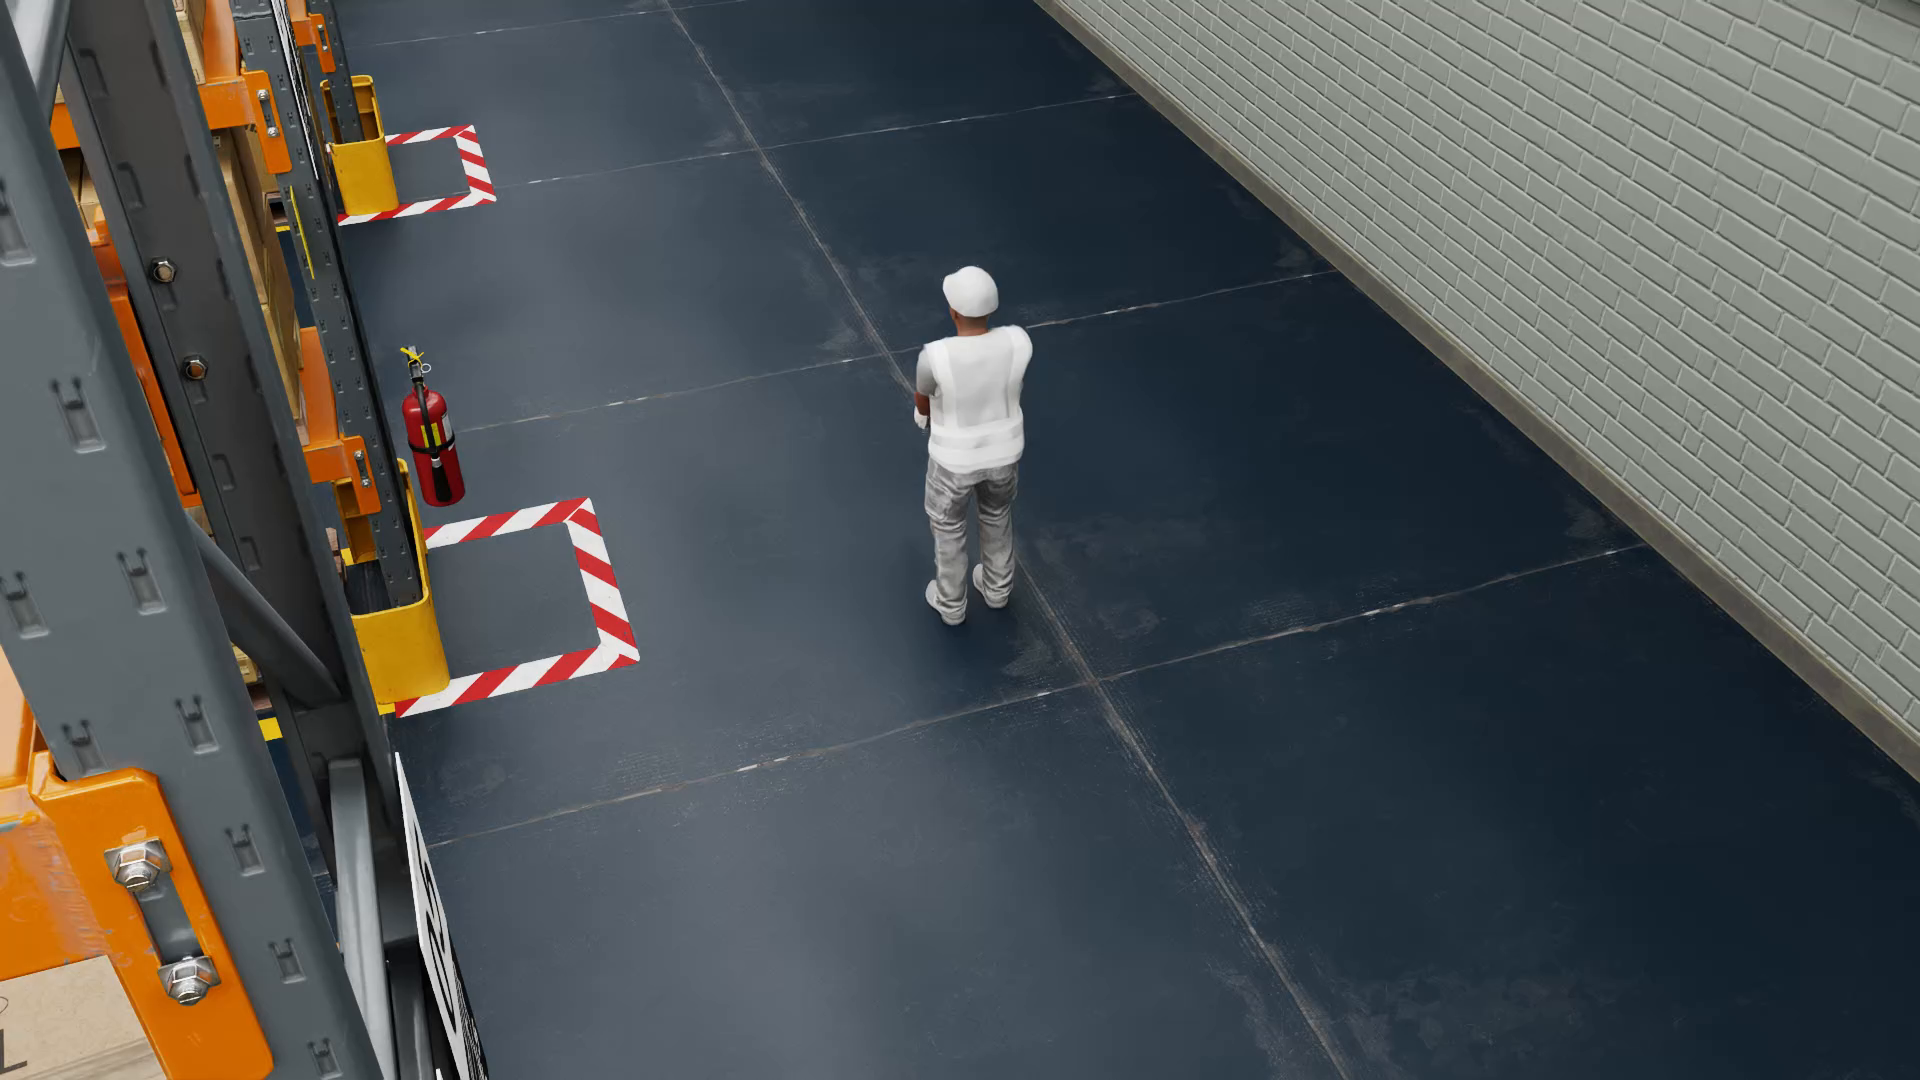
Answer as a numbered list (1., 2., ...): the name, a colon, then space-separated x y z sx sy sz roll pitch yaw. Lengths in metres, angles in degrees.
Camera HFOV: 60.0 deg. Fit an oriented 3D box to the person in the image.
1. person: 0.017 -0.451 7.357 0.490 1.782 0.578 -13 39 -16
